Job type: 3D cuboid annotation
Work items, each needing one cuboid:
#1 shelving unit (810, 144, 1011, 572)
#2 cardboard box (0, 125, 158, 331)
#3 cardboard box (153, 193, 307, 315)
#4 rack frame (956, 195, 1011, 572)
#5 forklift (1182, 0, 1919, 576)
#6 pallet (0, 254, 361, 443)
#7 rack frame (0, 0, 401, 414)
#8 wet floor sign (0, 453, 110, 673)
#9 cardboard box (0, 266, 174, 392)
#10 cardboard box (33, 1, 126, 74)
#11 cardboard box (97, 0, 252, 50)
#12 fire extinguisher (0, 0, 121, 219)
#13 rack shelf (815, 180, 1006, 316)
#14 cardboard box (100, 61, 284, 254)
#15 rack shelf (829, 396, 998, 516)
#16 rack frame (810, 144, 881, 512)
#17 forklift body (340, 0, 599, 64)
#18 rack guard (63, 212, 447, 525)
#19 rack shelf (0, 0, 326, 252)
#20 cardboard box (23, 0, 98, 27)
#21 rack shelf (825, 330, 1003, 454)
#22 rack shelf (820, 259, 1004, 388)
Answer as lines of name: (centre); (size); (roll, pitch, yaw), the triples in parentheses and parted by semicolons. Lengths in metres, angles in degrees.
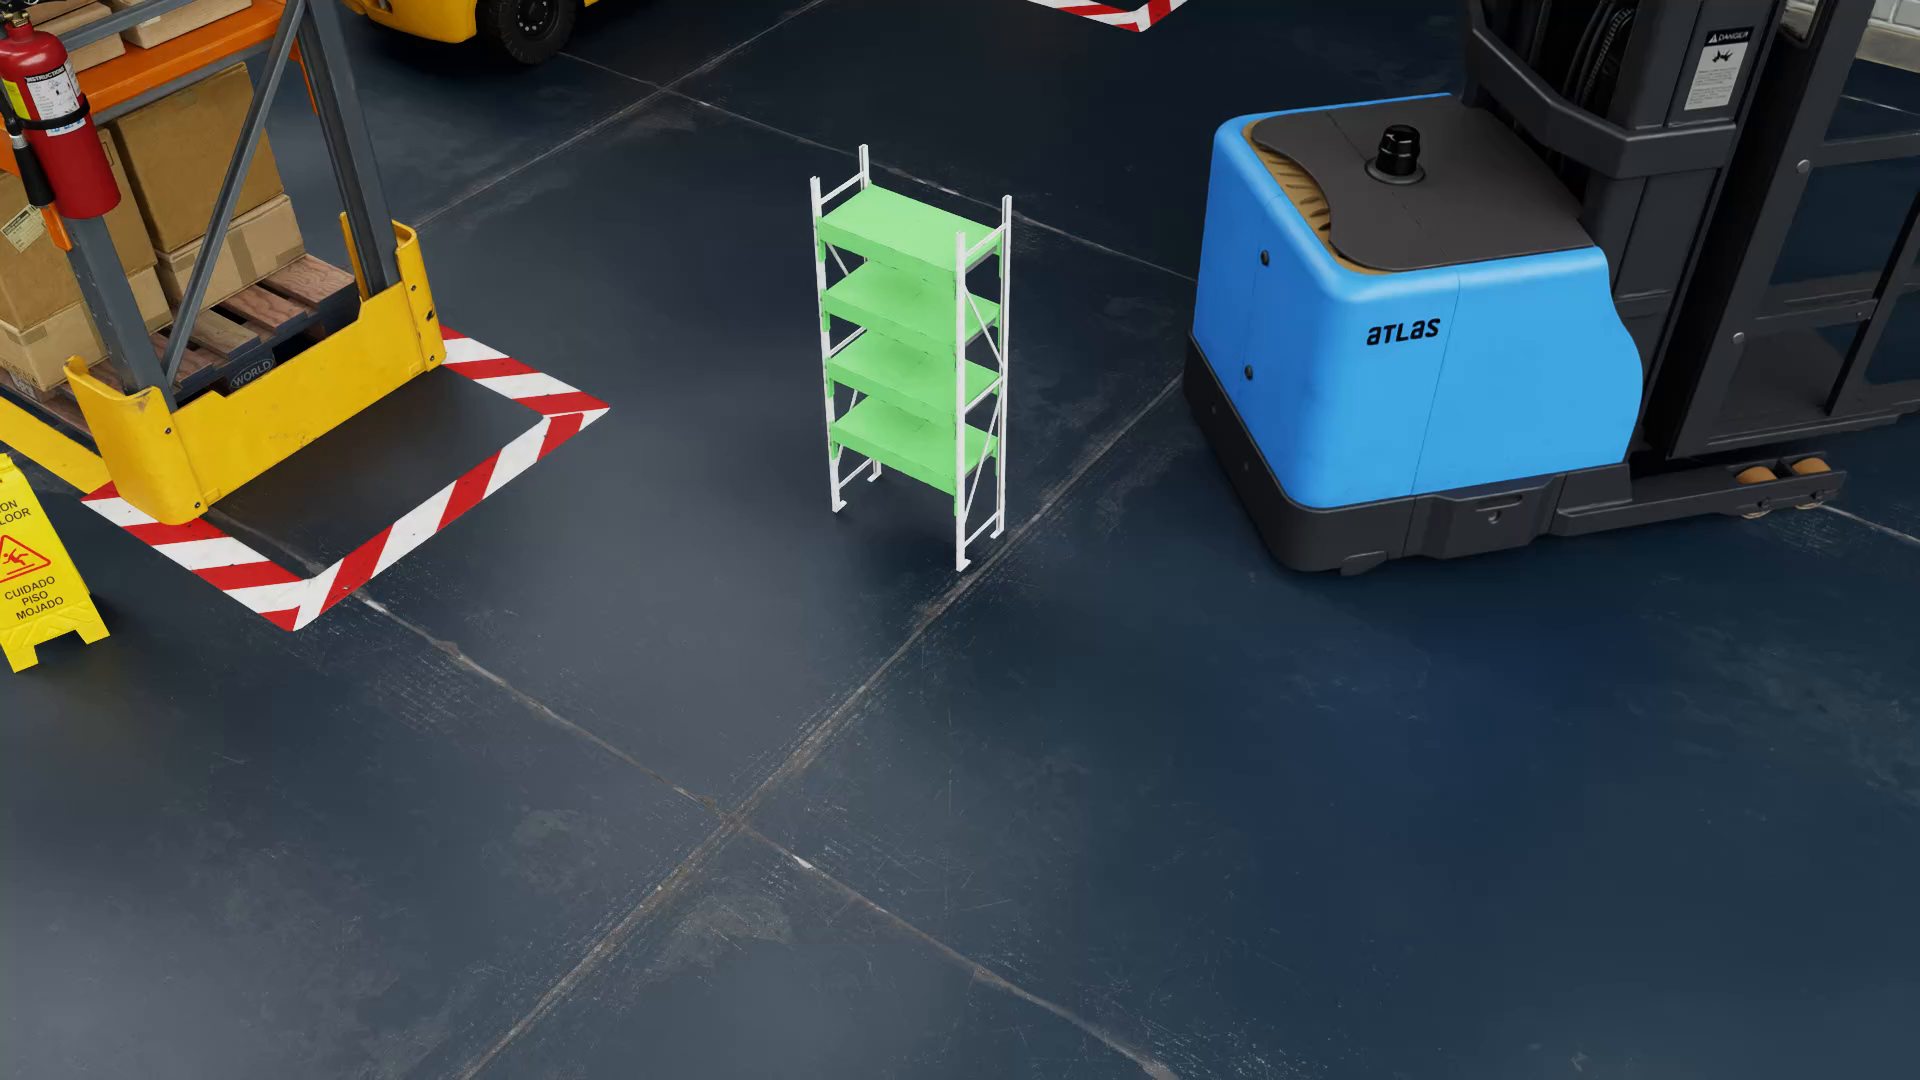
shelving unit: (-0.136, -0.511, 4.921); (0.503, 1.200, 0.258); (25, 48, 25)
cardboard box: (-3.043, -1.078, 5.390); (0.500, 0.500, 0.500); (25, 48, 26)
cardboard box: (-2.739, -1.094, 5.971); (0.500, 0.250, 0.500); (25, 47, 25)
rack frame: (0.064, -0.417, 4.816); (0.015, 1.200, 0.240); (25, 48, 25)
forklift: (2.336, -1.497, 4.725); (3.031, 2.935, 1.130); (-9, 43, -10)
pallet: (-2.944, -0.823, 6.011); (1.213, 0.211, 1.003); (25, 48, 25)
rack frame: (-2.237, -1.503, 4.680); (0.127, 3.000, 1.000); (25, 48, 25)
wet floor sign: (-2.696, 0.032, 4.731); (0.267, 0.644, 0.232); (-25, 48, -25)
cardboard box: (-3.073, -0.806, 5.649); (0.500, 0.250, 0.500); (25, 47, 25)
cardboard box: (-2.666, -1.436, 4.793); (0.250, 0.149, 0.380); (27, 48, 27)
cardboard box: (-2.397, -1.652, 5.035); (0.250, 0.149, 0.380); (25, 48, 25)
fire extinguisher: (-2.408, -1.178, 4.376); (0.183, 0.674, 0.296); (25, 48, 25)
rack shelf: (-0.136, -0.821, 4.643); (0.480, 0.148, 0.258); (25, 48, 25)
cardboard box: (-2.759, -1.383, 5.730); (0.500, 0.500, 0.500); (24, 47, 24)
rack shelf: (-0.136, -0.284, 5.123); (0.480, 0.148, 0.258); (25, 48, 25)
rack frame: (-0.335, -0.604, 5.025); (0.015, 1.200, 0.240); (25, 48, 25)
forklift body: (-1.990, -3.628, 7.691); (1.214, 2.155, 2.313); (25, 48, 25)
rack guard: (-2.300, -0.600, 5.546); (0.348, 0.500, 1.175); (25, 48, 25)
rack shelf: (-3.875, -2.000, 5.776); (4.000, 0.370, 1.077); (25, 48, 25)
cardboard box: (-2.840, -1.708, 4.612); (0.500, 0.500, 0.500); (24, 47, 25)
rack shelf: (-0.136, -0.463, 4.963); (0.480, 0.148, 0.258); (25, 48, 25)
rack shelf: (-0.136, -0.642, 4.803); (0.480, 0.148, 0.258); (25, 48, 25)
